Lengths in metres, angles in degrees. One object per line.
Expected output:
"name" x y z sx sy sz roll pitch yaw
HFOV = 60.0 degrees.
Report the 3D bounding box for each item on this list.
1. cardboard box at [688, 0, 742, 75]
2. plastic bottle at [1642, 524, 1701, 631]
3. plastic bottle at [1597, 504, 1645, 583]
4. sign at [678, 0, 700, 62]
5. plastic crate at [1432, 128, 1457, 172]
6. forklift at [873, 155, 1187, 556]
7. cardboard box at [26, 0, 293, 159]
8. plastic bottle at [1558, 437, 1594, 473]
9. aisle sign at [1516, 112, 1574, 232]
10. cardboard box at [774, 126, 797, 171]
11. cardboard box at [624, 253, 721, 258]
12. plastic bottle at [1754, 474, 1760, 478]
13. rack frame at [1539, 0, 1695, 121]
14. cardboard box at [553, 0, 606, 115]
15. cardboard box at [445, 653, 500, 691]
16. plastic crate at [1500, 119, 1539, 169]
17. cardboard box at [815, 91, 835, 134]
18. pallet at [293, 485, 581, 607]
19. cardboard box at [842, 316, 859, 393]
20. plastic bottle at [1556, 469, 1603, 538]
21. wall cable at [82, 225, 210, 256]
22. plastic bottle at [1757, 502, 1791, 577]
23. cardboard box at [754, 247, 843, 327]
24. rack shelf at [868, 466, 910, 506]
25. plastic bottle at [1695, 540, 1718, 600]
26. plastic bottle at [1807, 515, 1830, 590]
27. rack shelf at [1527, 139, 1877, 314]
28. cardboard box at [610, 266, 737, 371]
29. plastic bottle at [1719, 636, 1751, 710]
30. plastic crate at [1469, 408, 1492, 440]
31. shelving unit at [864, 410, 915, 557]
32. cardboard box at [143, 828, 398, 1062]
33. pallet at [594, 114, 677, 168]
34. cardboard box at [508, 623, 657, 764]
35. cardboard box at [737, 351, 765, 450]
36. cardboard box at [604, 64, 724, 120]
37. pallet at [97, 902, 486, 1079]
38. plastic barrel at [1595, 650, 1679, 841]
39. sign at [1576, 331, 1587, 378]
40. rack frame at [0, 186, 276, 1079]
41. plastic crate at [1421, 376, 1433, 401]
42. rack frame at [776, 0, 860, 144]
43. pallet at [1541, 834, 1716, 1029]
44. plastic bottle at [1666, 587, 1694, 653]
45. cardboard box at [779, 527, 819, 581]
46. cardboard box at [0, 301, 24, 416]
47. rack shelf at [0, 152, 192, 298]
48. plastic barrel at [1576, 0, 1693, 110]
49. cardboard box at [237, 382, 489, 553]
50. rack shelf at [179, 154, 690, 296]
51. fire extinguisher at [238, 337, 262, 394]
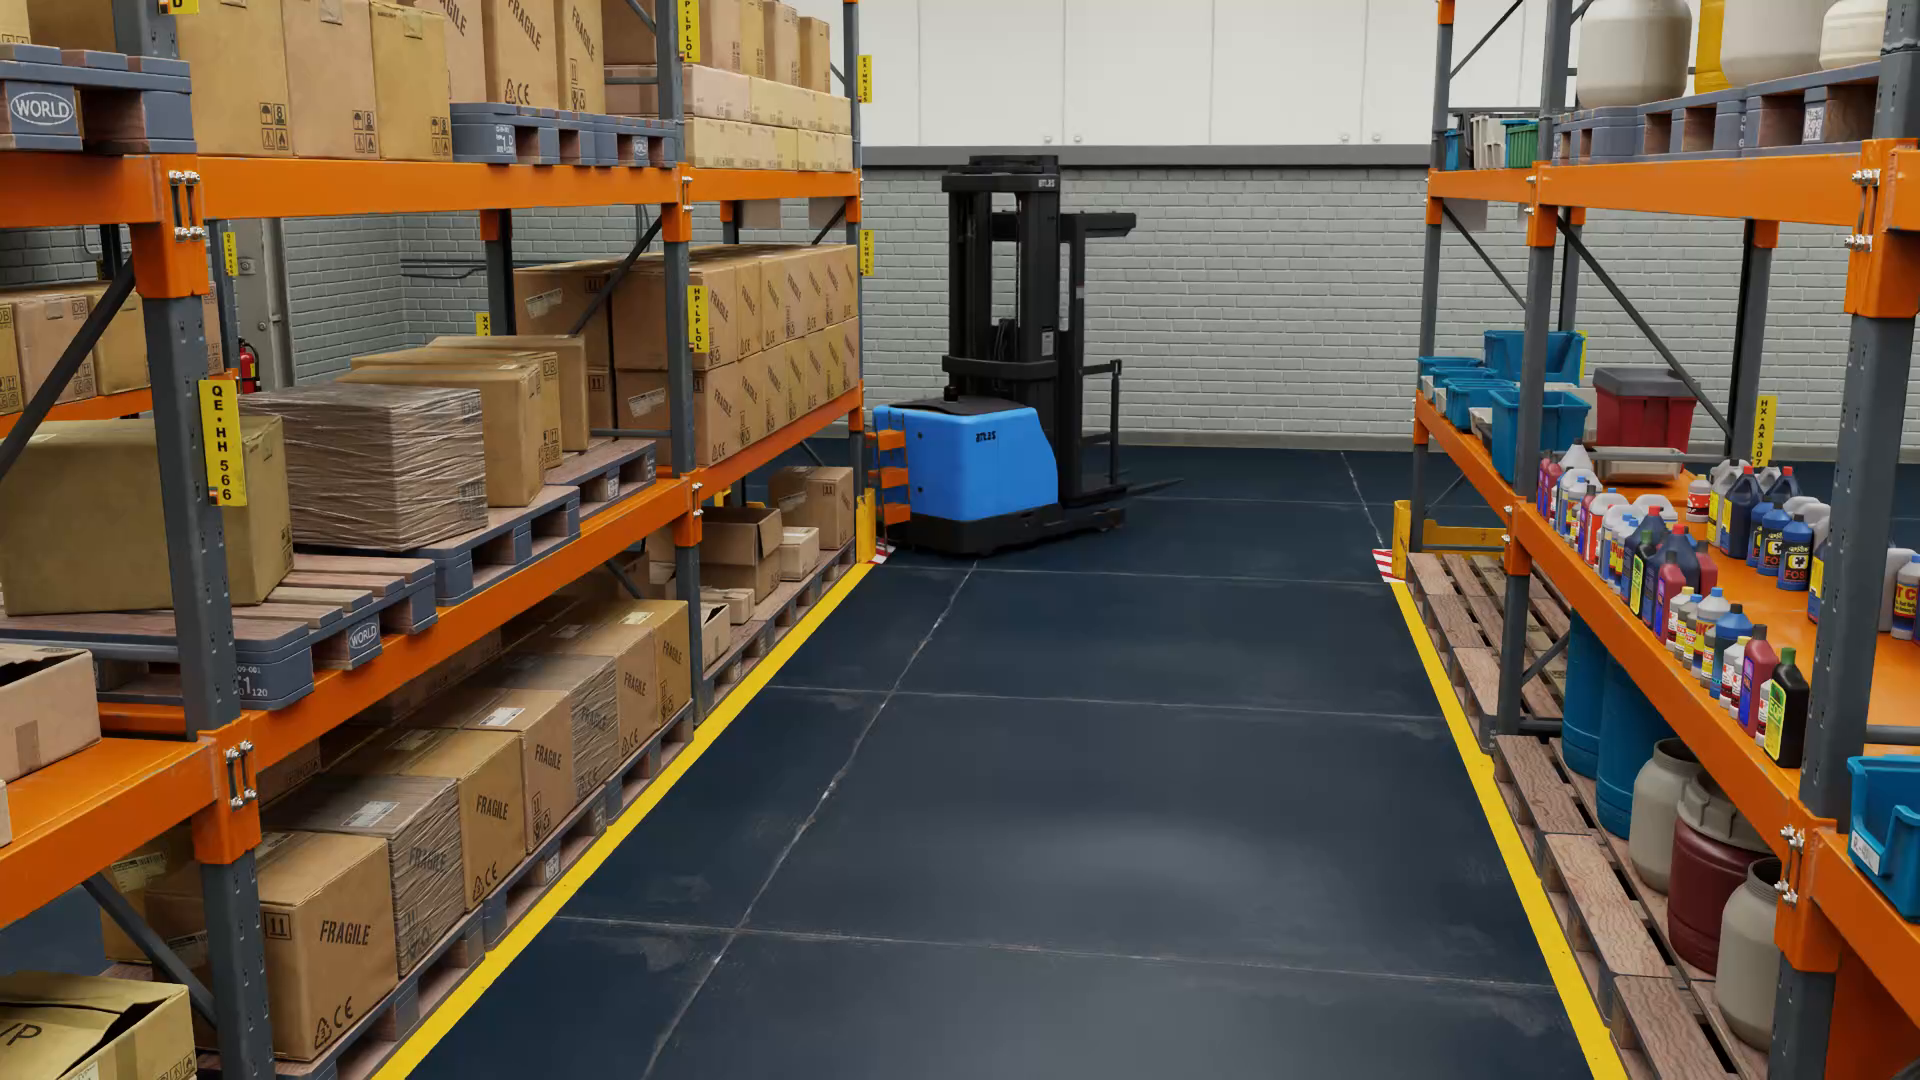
"cardboard box" -1.576 -2.738 8.847 0.700 0.500 0.500 2 12 9
"plastic bottle" 2.331 0.118 5.442 0.144 0.351 0.185 2 12 9
"plastic bottle" 2.439 0.015 6.099 0.152 0.276 0.135 2 12 9
"sign" -1.281 -2.426 7.850 0.100 0.325 0.005 2 12 9
"plastic crate" 3.345 -2.535 10.825 0.497 0.269 0.590 2 12 9
"forklift" 0.693 -1.562 13.284 1.130 2.935 3.031 11 16 42
"cardboard box" -2.411 -1.307 4.579 0.910 0.500 0.500 2 12 9
"plastic bottle" 2.684 -0.276 7.269 0.144 0.351 0.185 2 12 9
"aisle sign" 3.980 -2.480 11.209 0.394 0.787 0.004 2 12 9
"cardboard box" -1.278 -2.330 9.923 0.500 0.250 0.500 2 12 9
"cardboard box" -1.775 -1.500 10.222 0.500 0.500 0.500 2 12 8
"plastic bottle" 3.267 -0.142 6.825 0.152 0.276 0.135 2 12 9
"rack frame" 3.064 -3.303 6.962 1.000 3.000 0.127 2 12 9
"cardboard box" -1.980 -2.199 7.485 0.600 0.600 0.600 1 12 3
"cardboard box" -2.300 0.783 7.130 0.500 0.500 0.500 2 12 9
"plastic crate" 2.889 -1.955 8.223 0.416 0.233 0.300 2 12 9
"cardboard box" -1.118 -2.783 10.836 0.500 0.250 0.500 2 12 9
"pallet" -2.150 -0.011 6.378 1.003 0.211 1.213 2 12 9
"cardboard box" -1.014 -1.312 11.722 0.500 0.500 0.500 2 12 10
"plastic bottle" 2.560 -0.150 6.864 0.152 0.276 0.135 2 12 9
"wall cable" -6.847 -2.318 14.219 0.084 1.984 1.851 2 12 9
"plastic bottle" 3.042 -0.007 6.209 0.097 0.271 0.097 0 12 0
"cardboard box" -1.088 -1.696 11.131 0.500 0.500 0.500 2 12 10
"rack shelf" -0.537 -0.413 12.433 0.240 0.259 0.215 -14 17 -34
"plastic bottle" 2.436 0.149 5.458 0.061 0.283 0.133 2 12 9
"plastic bottle" 3.133 0.040 5.984 0.152 0.276 0.135 2 12 9
"rack shelf" 2.757 -1.069 5.422 1.077 0.370 4.000 2 12 9
"cardboard box" -1.479 -1.159 8.639 0.500 0.500 0.500 2 12 10
"plastic bottle" 2.176 0.369 4.632 0.097 0.201 0.097 0 12 0
"plastic crate" 3.035 -0.643 9.343 0.293 0.136 0.466 2 12 9
"shelving unit" -0.538 -0.423 12.430 0.252 1.050 0.215 -14 17 -34
"cardboard box" -2.092 1.222 5.092 0.500 0.500 0.500 2 12 11
"pallet" -1.999 -1.773 7.427 1.213 0.211 1.003 2 12 9
"cardboard box" -1.707 0.689 7.563 0.500 0.500 0.500 2 12 9
"cardboard box" -1.406 -0.785 9.278 0.500 0.500 0.500 2 12 10
"cardboard box" -1.509 -2.263 8.422 0.500 0.250 0.500 2 12 9
"pallet" -2.293 1.510 5.488 1.003 0.211 1.213 2 12 9
"plastic barrel" 2.855 0.710 6.564 0.600 0.901 0.708 2 12 9
"sign" 4.225 -1.269 11.373 0.100 0.325 0.005 2 12 9
"rack frame" -2.445 0.301 4.479 1.000 3.000 0.127 2 12 9
"plastic crate" 3.185 -0.999 10.993 0.250 0.136 0.298 2 12 9
"rack frame" -1.214 -4.297 11.574 1.000 3.000 0.127 2 12 9
"pallet" 2.719 1.406 5.967 1.003 0.211 1.213 2 12 9
"plastic bottle" 2.266 0.248 5.196 0.097 0.201 0.097 0 12 0
"cardboard box" -1.230 0.082 10.974 0.500 0.250 0.500 2 12 9
"cardboard box" -6.508 -1.103 10.278 0.980 0.700 0.700 2 12 7
"rack shelf" -2.752 -0.398 2.307 1.077 0.370 4.000 2 12 9
"plastic barrel" 2.736 -2.007 6.749 0.433 0.535 0.433 0 12 0
"cardboard box" -2.130 -0.273 5.904 0.700 0.500 0.500 4 13 19
"rack shelf" -2.137 -1.230 6.170 1.077 0.370 4.000 2 12 9
"fire extinguisher" -5.631 -1.321 13.071 0.296 0.674 0.183 2 12 9
